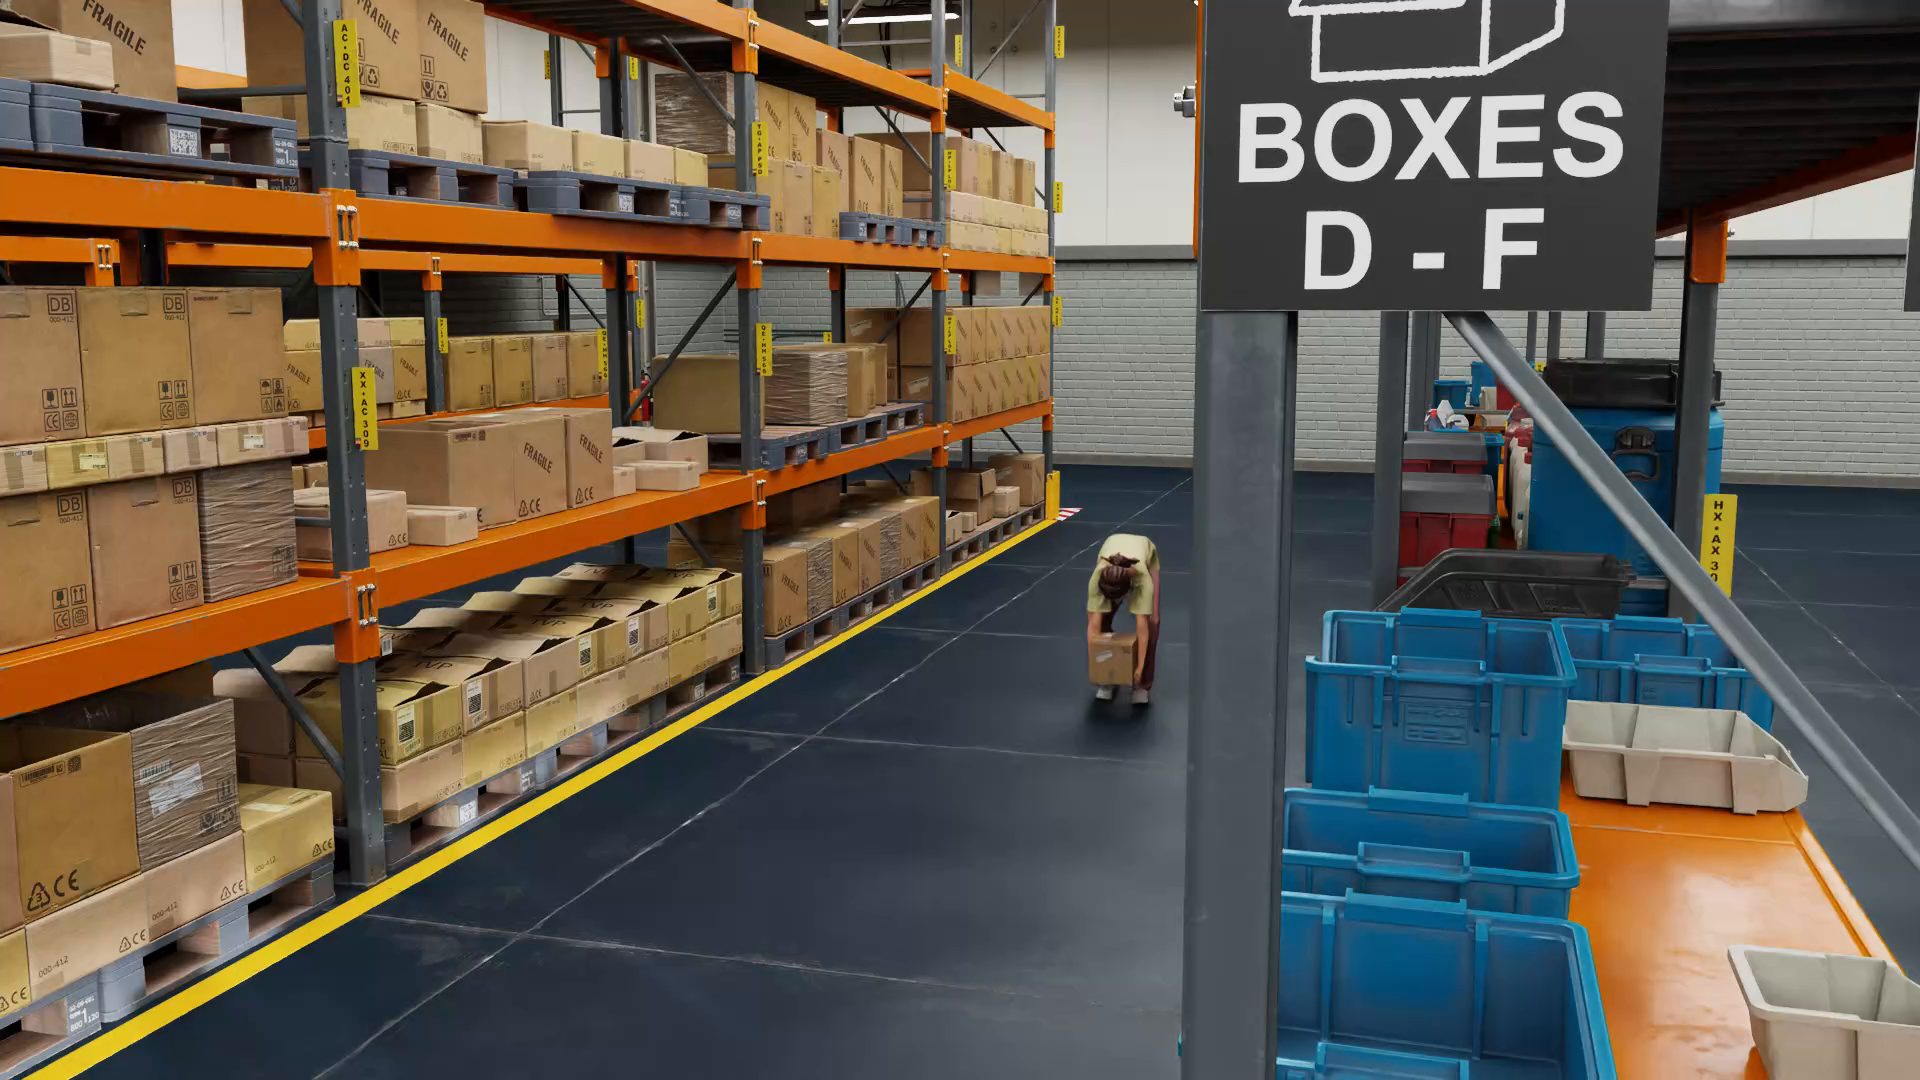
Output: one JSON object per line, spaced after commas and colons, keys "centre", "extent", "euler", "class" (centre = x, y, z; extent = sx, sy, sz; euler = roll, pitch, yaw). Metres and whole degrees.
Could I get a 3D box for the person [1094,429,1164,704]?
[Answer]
{"centre": [0.999, 0.157, 9.910], "extent": [0.406, 1.644, 0.528], "euler": [2, 9, 15], "class": "person"}
